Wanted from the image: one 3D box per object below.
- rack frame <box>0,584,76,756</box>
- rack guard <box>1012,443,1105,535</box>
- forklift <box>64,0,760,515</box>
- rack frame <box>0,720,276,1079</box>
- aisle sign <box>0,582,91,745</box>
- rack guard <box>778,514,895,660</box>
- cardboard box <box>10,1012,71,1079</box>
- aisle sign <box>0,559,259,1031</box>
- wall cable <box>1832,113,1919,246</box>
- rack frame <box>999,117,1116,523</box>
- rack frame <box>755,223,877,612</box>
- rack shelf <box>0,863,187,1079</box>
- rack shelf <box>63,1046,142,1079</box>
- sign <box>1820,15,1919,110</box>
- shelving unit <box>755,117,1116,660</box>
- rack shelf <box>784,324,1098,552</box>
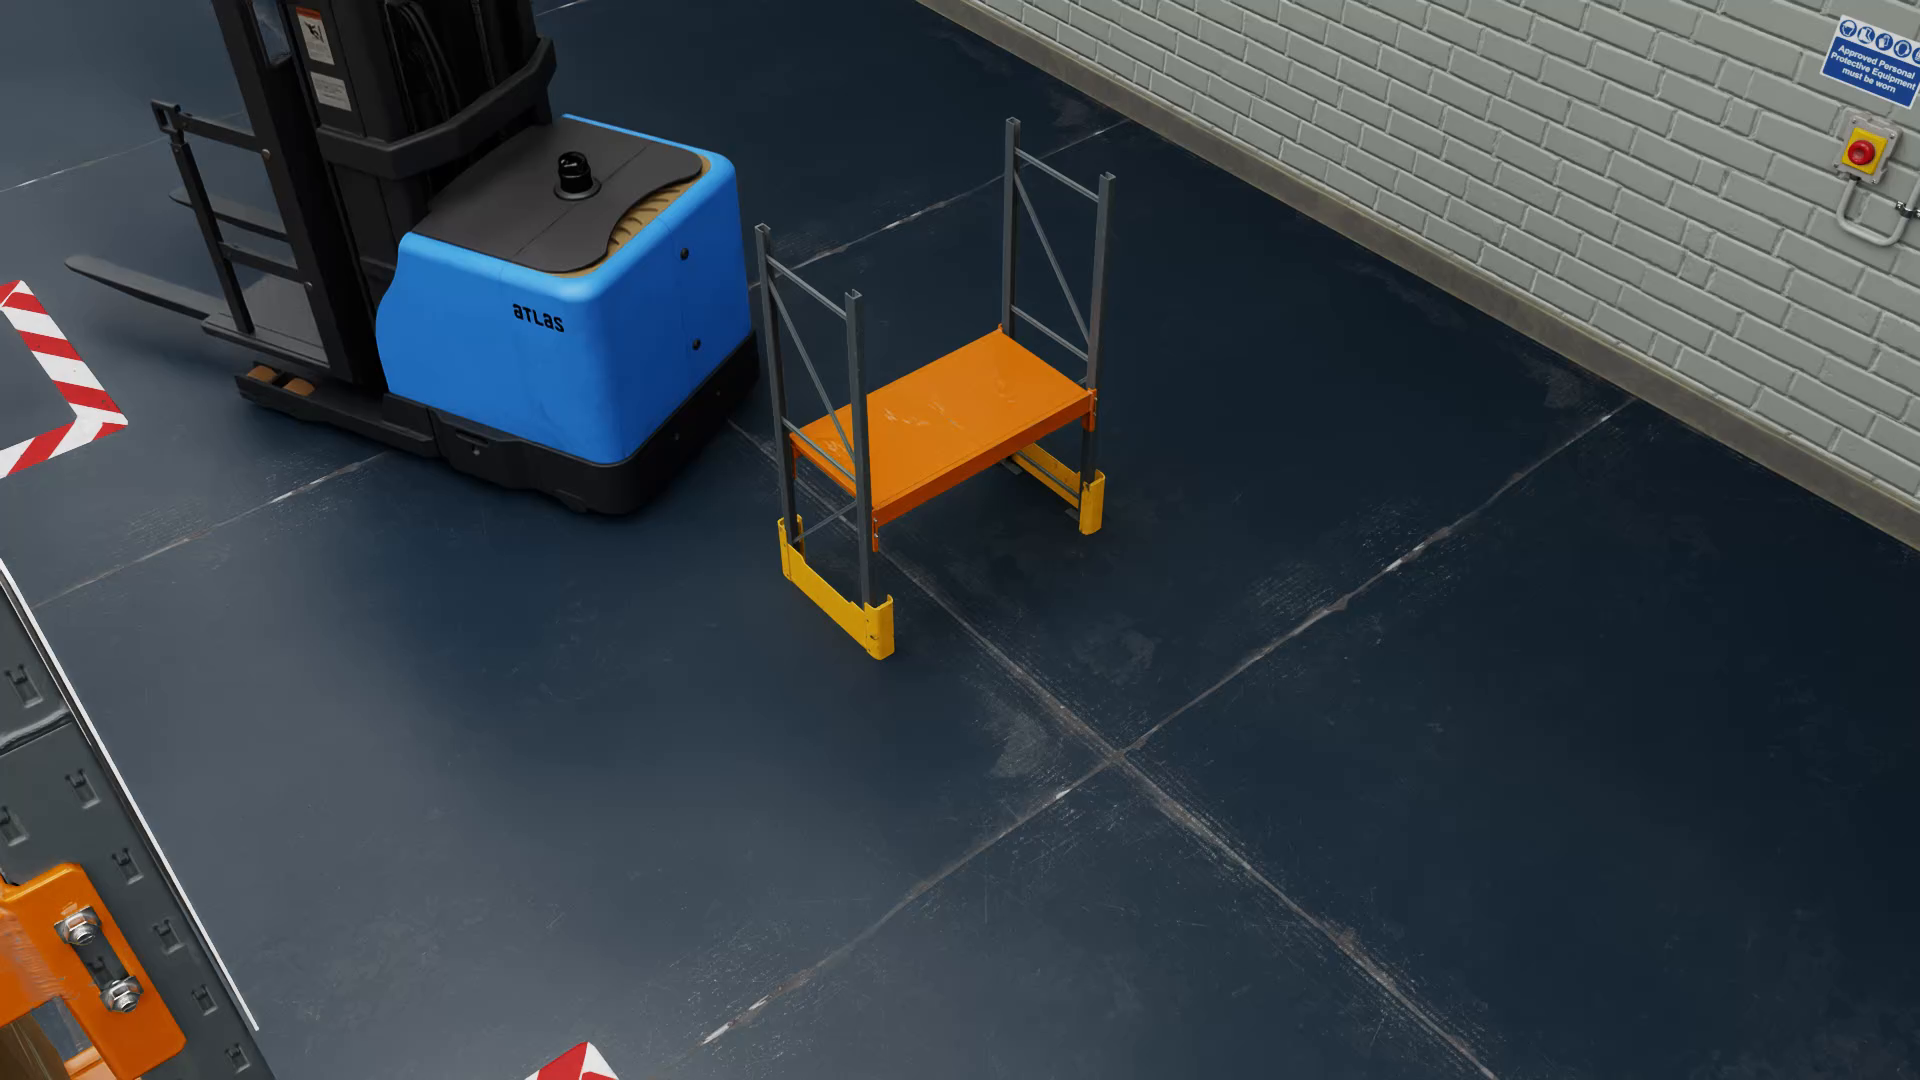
[{"bbox_3d":[-1.260,-1.147,0.898,0.127,3.000,1.000,-30,51,-28],"label":"rack frame"},{"bbox_3d":[0.323,-0.276,6.362,0.087,0.250,0.587,-30,51,-28],"label":"rack guard"},{"bbox_3d":[-2.380,-1.862,6.091,3.031,2.935,1.130,18,46,19],"label":"forklift"},{"bbox_3d":[-1.260,1.040,2.952,0.127,3.000,1.000,-30,51,-28],"label":"rack frame"},{"bbox_3d":[-1.391,-0.092,2.258,0.004,0.787,0.394,-30,51,-28],"label":"aisle sign"},{"bbox_3d":[-0.440,0.161,5.896,0.087,0.250,0.587,-30,51,-28],"label":"rack guard"},{"bbox_3d":[-1.812,1.063,2.854,0.500,0.500,0.500,-30,51,-28],"label":"cardboard box"},{"bbox_3d":[-1.006,0.223,1.922,0.004,0.787,0.394,-30,51,-28],"label":"aisle sign"},{"bbox_3d":[3.050,-1.831,5.244,0.123,1.953,0.585,-30,51,-28],"label":"wall cable"},{"bbox_3d":[0.324,-0.733,5.934,0.032,1.500,0.500,-30,51,-28],"label":"rack frame"},{"bbox_3d":[-0.455,-0.286,5.459,0.032,1.500,0.500,-30,51,-28],"label":"rack frame"},{"bbox_3d":[-2.794,1.087,1.236,4.000,0.370,1.077,-30,51,-28],"label":"rack shelf"},{"bbox_3d":[-2.794,2.180,2.263,4.000,0.370,1.077,-30,51,-28],"label":"rack shelf"},{"bbox_3d":[3.066,-1.600,5.565,0.001,0.218,0.327,-30,51,-28],"label":"sign"},{"bbox_3d":[-0.058,-0.513,5.701,1.083,1.500,0.587,-30,51,-28],"label":"shelving unit"},{"bbox_3d":[-0.065,-0.378,5.820,1.000,0.185,0.538,-30,51,-28],"label":"rack shelf"}]
